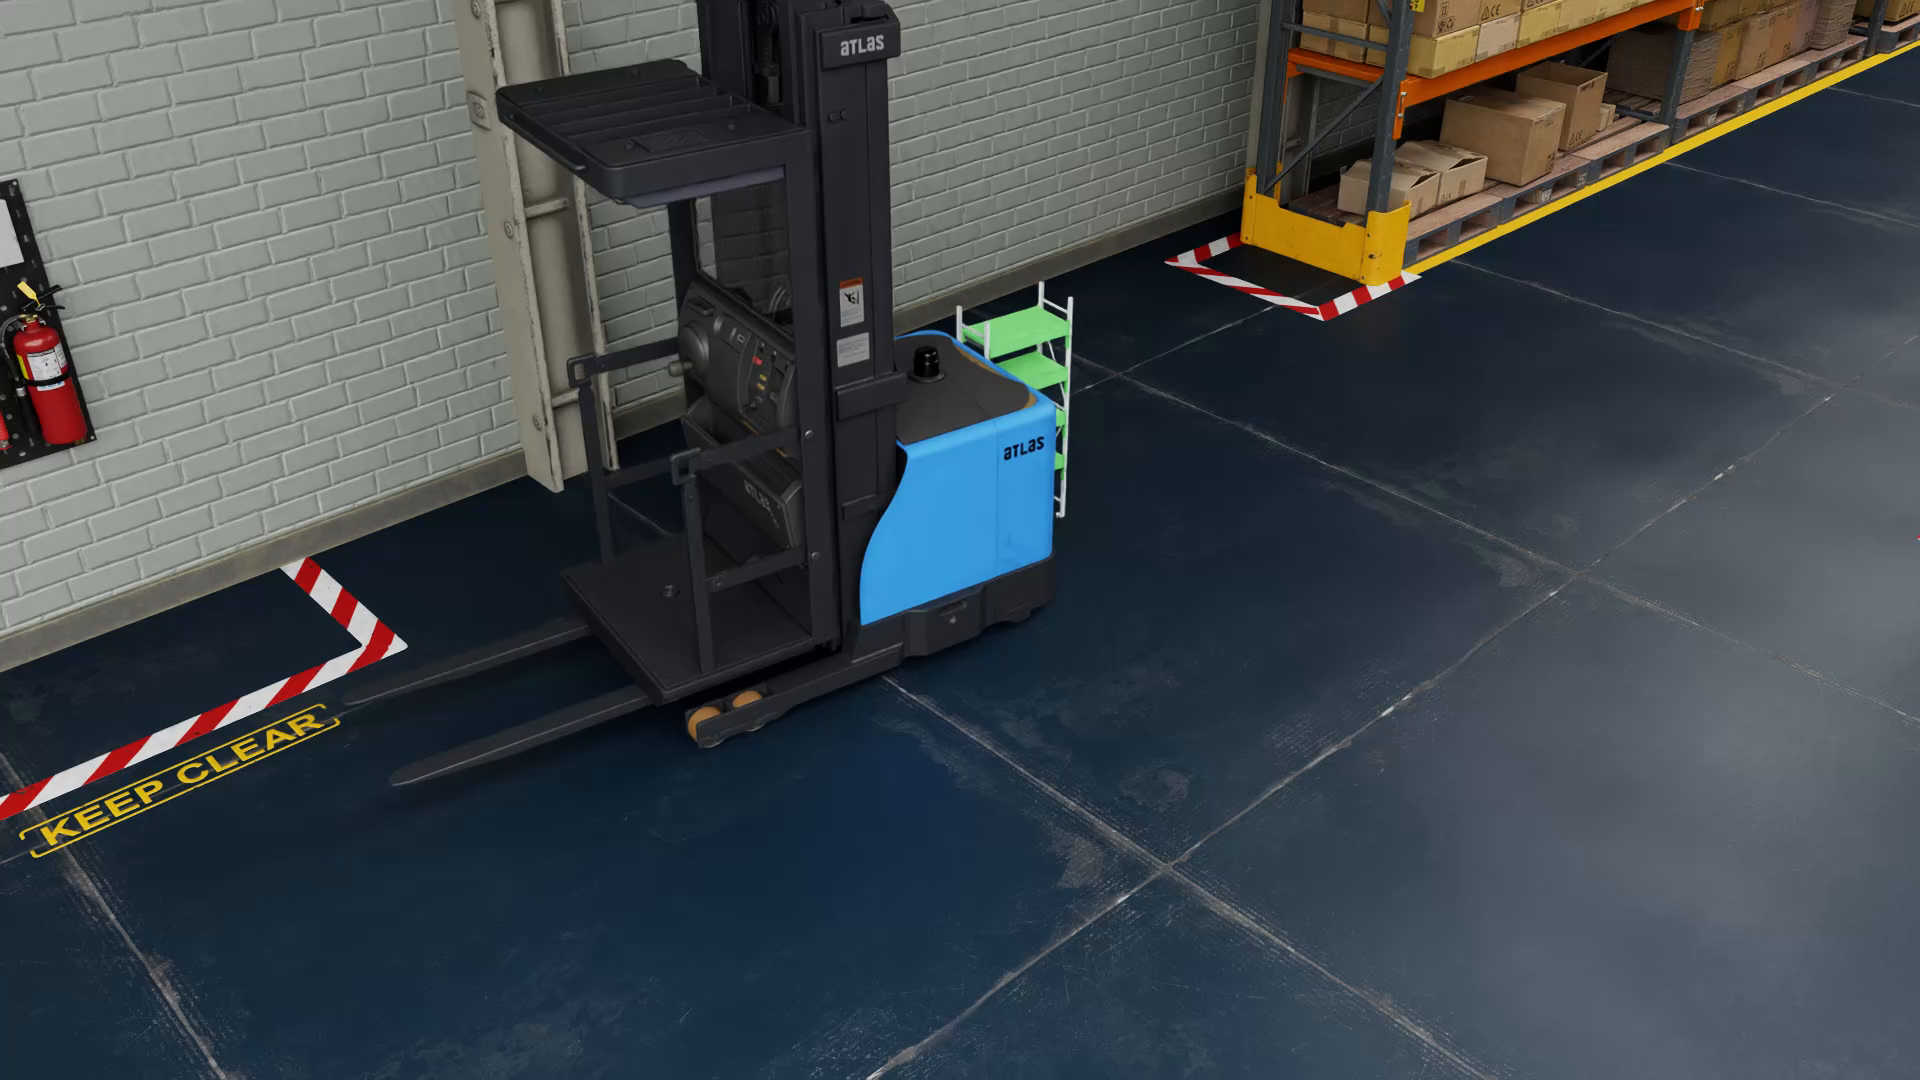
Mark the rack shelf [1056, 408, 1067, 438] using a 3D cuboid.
[{"bbox_3d":[0.257,-0.547,8.117,0.480,0.148,0.258,-21,37,-30],"label":"rack shelf"}]

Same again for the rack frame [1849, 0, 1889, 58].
[{"bbox_3d":[8.276,-6.040,15.252,0.127,3.000,1.000,-26,40,-35],"label":"rack frame"}]

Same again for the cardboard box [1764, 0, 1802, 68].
[{"bbox_3d":[6.981,-4.560,14.807,0.500,0.500,0.700,-26,40,-36],"label":"cardboard box"}]

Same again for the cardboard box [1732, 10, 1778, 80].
[{"bbox_3d":[6.617,-4.378,14.508,0.500,0.500,0.700,-25,40,-35],"label":"cardboard box"}]

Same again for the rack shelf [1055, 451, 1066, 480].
[{"bbox_3d":[0.257,-0.342,8.242,0.480,0.148,0.258,-21,37,-30],"label":"rack shelf"}]

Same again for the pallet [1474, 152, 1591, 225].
[{"bbox_3d":[3.979,-2.745,12.536,1.213,0.211,1.003,-26,40,-35],"label":"pallet"}]

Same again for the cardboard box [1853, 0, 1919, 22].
[{"bbox_3d":[8.904,-5.513,16.048,0.750,0.750,0.750,-26,40,-36],"label":"cardboard box"}]

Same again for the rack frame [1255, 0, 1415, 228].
[{"bbox_3d":[2.409,-3.202,10.612,0.127,3.000,1.000,-26,40,-35],"label":"rack frame"}]

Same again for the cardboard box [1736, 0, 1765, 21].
[{"bbox_3d":[6.570,-4.673,14.273,0.500,0.250,0.500,-27,41,-37],"label":"cardboard box"}]

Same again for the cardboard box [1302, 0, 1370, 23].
[{"bbox_3d":[2.610,-3.715,10.856,0.500,0.500,0.500,-26,40,-36],"label":"cardboard box"}]

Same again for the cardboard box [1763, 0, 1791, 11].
[{"bbox_3d":[6.949,-4.843,14.551,0.500,0.250,0.500,-26,40,-36],"label":"cardboard box"}]

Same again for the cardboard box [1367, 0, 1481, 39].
[{"bbox_3d":[2.964,-3.521,10.539,0.500,0.500,0.500,-26,40,-35],"label":"cardboard box"}]

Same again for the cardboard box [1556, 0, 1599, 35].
[{"bbox_3d":[4.104,-3.745,11.624,0.500,0.250,0.500,-25,40,-35],"label":"cardboard box"}]

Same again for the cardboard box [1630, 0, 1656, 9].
[{"bbox_3d":[4.830,-4.108,12.217,0.500,0.250,0.500,-26,40,-35],"label":"cardboard box"}]

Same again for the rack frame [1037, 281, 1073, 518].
[{"bbox_3d":[0.455,-0.676,8.206,0.015,1.200,0.240,-21,37,-30],"label":"rack frame"}]

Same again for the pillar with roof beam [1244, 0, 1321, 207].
[{"bbox_3d":[5.262,-4.694,7.300,0.400,9.000,9.100,-26,40,-35],"label":"pillar with roof beam"}]

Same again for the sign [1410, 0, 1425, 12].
[{"bbox_3d":[2.778,-3.364,10.046,0.005,0.325,0.100,-26,40,-35],"label":"sign"}]

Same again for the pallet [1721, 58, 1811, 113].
[{"bbox_3d":[6.807,-4.143,14.823,1.213,0.211,1.003,-26,40,-35],"label":"pallet"}]

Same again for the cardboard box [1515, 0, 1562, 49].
[{"bbox_3d":[3.732,-3.566,11.332,0.500,0.250,0.500,-27,40,-36],"label":"cardboard box"}]

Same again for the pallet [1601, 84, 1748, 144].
[{"bbox_3d":[5.912,-3.708,14.112,1.213,0.211,1.003,-26,40,-35],"label":"pallet"}]

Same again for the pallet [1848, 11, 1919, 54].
[{"bbox_3d":[8.905,-5.101,16.390,1.213,0.211,1.003,-26,40,-35],"label":"pallet"}]

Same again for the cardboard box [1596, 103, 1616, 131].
[{"bbox_3d":[4.971,-3.399,13.227,0.380,0.166,0.250,23,38,33],"label":"cardboard box"}]

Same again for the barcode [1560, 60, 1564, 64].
[{"bbox_3d":[4.783,-3.779,13.223,0.075,0.075,0.001,-26,40,-35],"label":"barcode"}]

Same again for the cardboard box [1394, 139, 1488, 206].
[{"bbox_3d":[3.396,-2.656,11.874,0.500,0.311,0.500,-22,38,-32],"label":"cardboard box"}]

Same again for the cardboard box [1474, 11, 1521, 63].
[{"bbox_3d":[3.354,-3.388,11.040,0.500,0.250,0.500,-27,41,-37],"label":"cardboard box"}]

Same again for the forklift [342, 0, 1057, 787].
[{"bbox_3d":[-1.076,-0.711,6.603,3.031,2.935,1.130,-19,36,-28],"label":"forklift"}]

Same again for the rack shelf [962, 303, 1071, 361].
[{"bbox_3d":[0.258,-0.956,7.866,0.480,0.148,0.258,-21,37,-30],"label":"rack shelf"}]

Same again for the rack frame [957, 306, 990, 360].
[{"bbox_3d":[0.060,-0.527,7.961,0.015,1.200,0.240,-21,37,-30],"label":"rack frame"}]

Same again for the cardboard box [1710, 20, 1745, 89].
[{"bbox_3d":[6.216,-4.212,14.238,0.500,0.500,0.700,-27,40,-36],"label":"cardboard box"}]

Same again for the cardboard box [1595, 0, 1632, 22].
[{"bbox_3d":[4.472,-3.924,11.916,0.500,0.250,0.500,-26,40,-36],"label":"cardboard box"}]

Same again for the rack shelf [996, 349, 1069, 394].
[{"bbox_3d":[0.257,-0.752,7.992,0.480,0.148,0.258,-21,37,-30],"label":"rack shelf"}]

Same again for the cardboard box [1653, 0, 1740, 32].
[{"bbox_3d":[6.192,-4.487,13.968,0.500,0.250,0.500,-27,40,-36],"label":"cardboard box"}]

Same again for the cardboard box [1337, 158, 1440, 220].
[{"bbox_3d":[2.978,-2.454,11.543,0.500,0.311,0.500,24,39,34],"label":"cardboard box"}]

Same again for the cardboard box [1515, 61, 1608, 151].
[{"bbox_3d":[4.609,-3.359,12.842,0.500,0.500,0.500,26,40,35],"label":"cardboard box"}]

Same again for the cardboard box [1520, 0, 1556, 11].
[{"bbox_3d":[3.716,-3.873,11.115,0.500,0.500,0.500,-27,41,-37],"label":"cardboard box"}]

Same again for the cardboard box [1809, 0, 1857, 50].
[{"bbox_3d":[7.783,-4.886,15.339,0.500,0.500,0.700,-25,39,-35],"label":"cardboard box"}]

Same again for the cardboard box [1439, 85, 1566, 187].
[{"bbox_3d":[3.968,-2.978,12.219,0.700,0.500,0.500,26,40,36],"label":"cardboard box"}]

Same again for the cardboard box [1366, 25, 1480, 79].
[{"bbox_3d":[2.983,-3.198,10.730,0.500,0.250,0.500,-27,41,-37],"label":"cardboard box"}]

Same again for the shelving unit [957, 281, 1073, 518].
[{"bbox_3d":[0.257,-0.602,8.084,0.503,1.200,0.258,-21,37,-30],"label":"shelving unit"}]

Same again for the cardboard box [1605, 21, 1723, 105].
[{"bbox_3d":[5.871,-4.010,13.906,0.500,0.500,0.700,-24,39,-34],"label":"cardboard box"}]

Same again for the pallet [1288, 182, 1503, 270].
[{"bbox_3d":[3.085,-2.314,11.832,1.213,0.211,1.003,-26,40,-35],"label":"pallet"}]

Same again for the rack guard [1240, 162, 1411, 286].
[{"bbox_3d":[2.465,-2.163,11.308,0.348,0.500,1.175,-26,40,-35],"label":"rack guard"}]

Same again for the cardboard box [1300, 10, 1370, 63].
[{"bbox_3d":[2.620,-3.387,11.038,0.500,0.250,0.500,-25,39,-35],"label":"cardboard box"}]

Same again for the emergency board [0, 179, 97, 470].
[{"bbox_3d":[-3.903,-0.791,6.669,0.643,1.169,0.194,-26,40,-35],"label":"emergency board"}]

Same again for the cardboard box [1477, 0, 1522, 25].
[{"bbox_3d":[3.333,-3.693,10.819,0.500,0.500,0.500,-26,40,-35],"label":"cardboard box"}]

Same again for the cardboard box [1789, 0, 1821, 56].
[{"bbox_3d":[7.326,-4.748,15.113,0.500,0.500,0.700,-26,40,-36],"label":"cardboard box"}]

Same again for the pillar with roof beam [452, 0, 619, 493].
[{"bbox_3d":[0.862,-2.566,3.820,0.400,9.000,9.100,-26,40,-35],"label":"pillar with roof beam"}]

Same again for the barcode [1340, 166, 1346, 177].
[{"bbox_3d":[2.719,-2.617,11.802,0.075,0.075,0.001,-26,40,-35],"label":"barcode"}]

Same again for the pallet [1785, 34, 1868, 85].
[{"bbox_3d":[7.702,-4.574,15.527,1.213,0.211,1.003,-26,40,-35],"label":"pallet"}]

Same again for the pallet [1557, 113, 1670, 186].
[{"bbox_3d":[4.874,-3.180,13.248,1.213,0.211,1.003,-26,40,-35],"label":"pallet"}]

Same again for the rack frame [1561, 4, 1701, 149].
[{"bbox_3d":[5.342,-4.621,12.932,0.127,3.000,1.000,-26,40,-35],"label":"rack frame"}]

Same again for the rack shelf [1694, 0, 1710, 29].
[{"bbox_3d":[6.809,-5.024,14.280,4.000,0.370,1.077,-26,40,-35],"label":"rack shelf"}]

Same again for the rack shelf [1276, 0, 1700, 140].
[{"bbox_3d":[3.876,-3.605,11.959,4.000,0.370,1.077,-26,40,-35],"label":"rack shelf"}]
